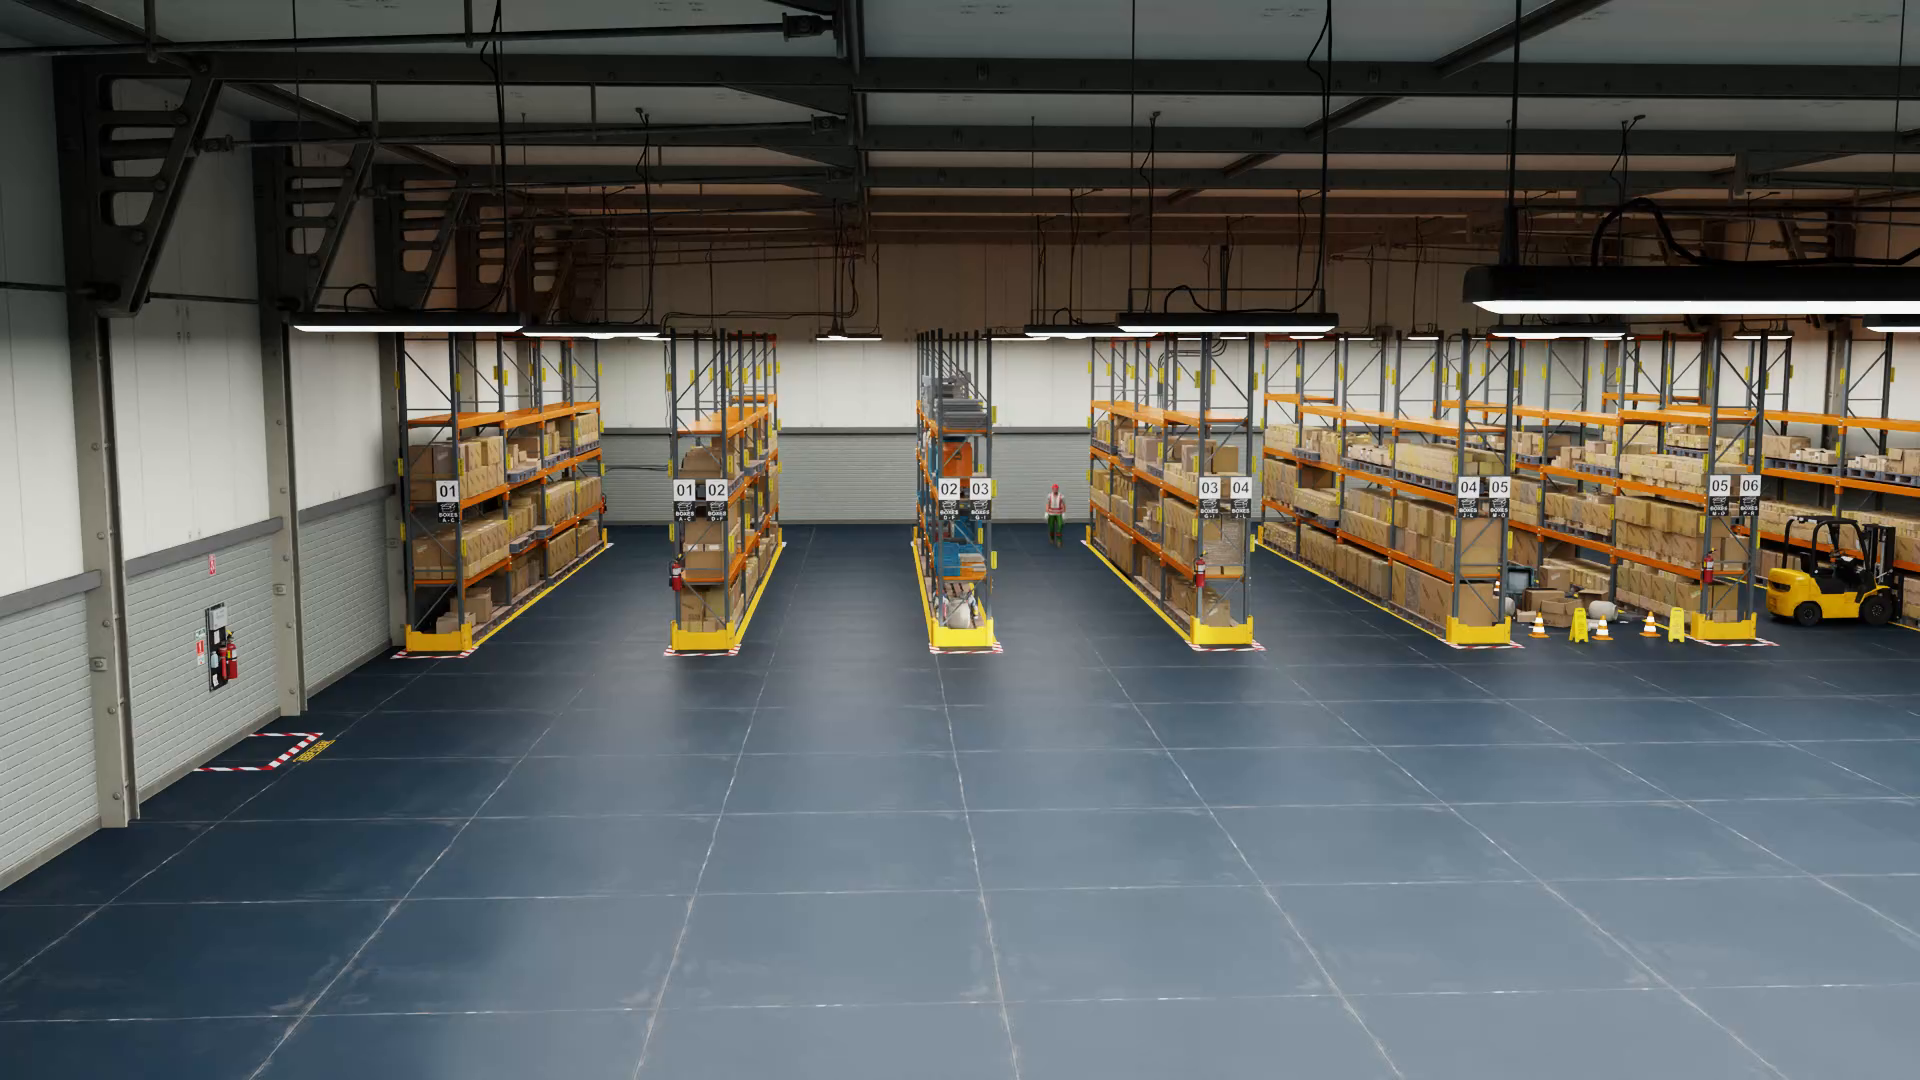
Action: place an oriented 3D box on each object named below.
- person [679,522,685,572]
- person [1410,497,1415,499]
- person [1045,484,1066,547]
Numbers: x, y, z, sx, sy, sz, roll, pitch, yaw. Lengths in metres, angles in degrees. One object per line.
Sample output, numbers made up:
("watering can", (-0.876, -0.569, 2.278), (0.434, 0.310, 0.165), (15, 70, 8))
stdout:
("person", (-6.945, -0.072, 41.839), (0.427, 1.723, 0.589), (-1, 7, -6))
("person", (11.612, -0.215, 42.960), (0.458, 1.786, 0.630), (2, 7, 17))
("person", (2.707, -0.717, 47.161), (0.616, 1.747, 0.994), (0, 7, -2))
